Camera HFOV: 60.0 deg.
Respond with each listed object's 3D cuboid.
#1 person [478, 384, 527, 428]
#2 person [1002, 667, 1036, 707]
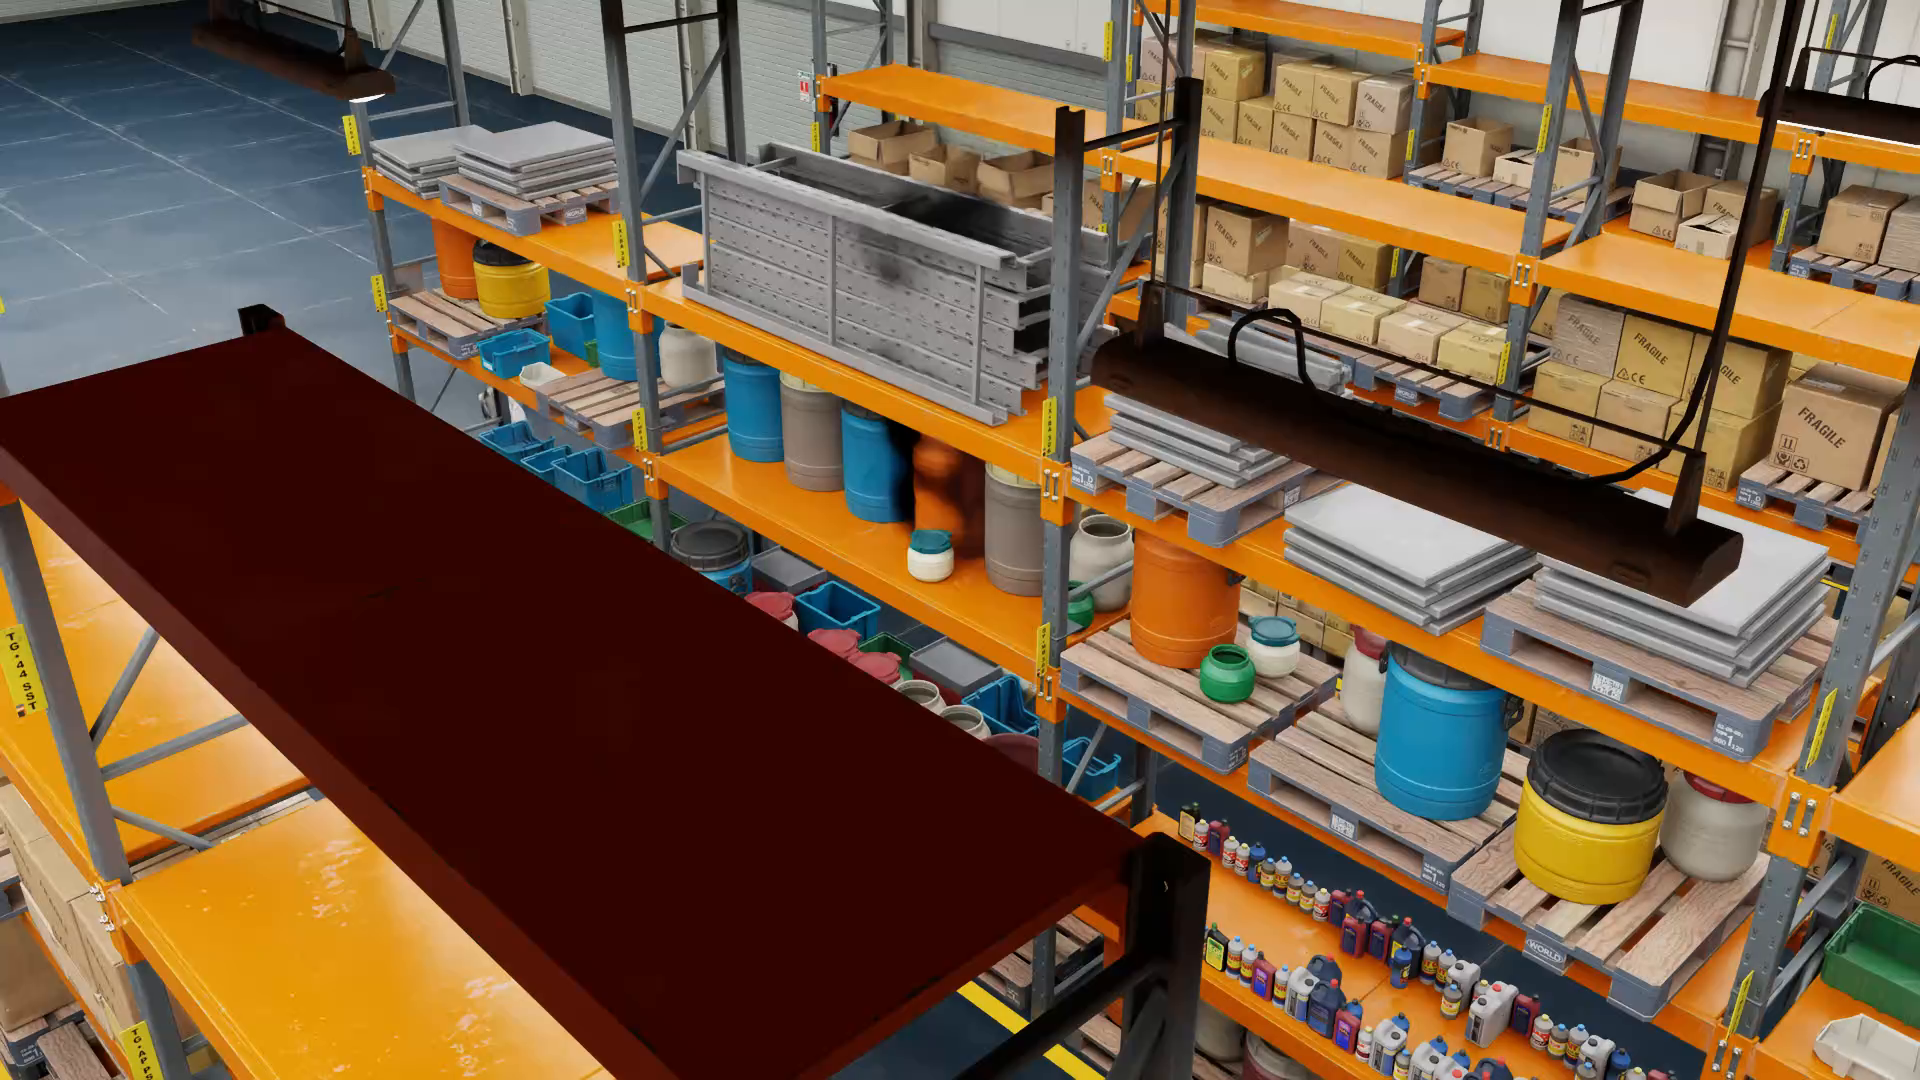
[{"bbox_3d":[-4.675,-1.154,17.248,0.817,1.695,0.625,8,29,15],"label":"person"},{"bbox_3d":[0.374,0.623,13.846,0.809,1.747,0.675,20,34,33],"label":"person"}]
